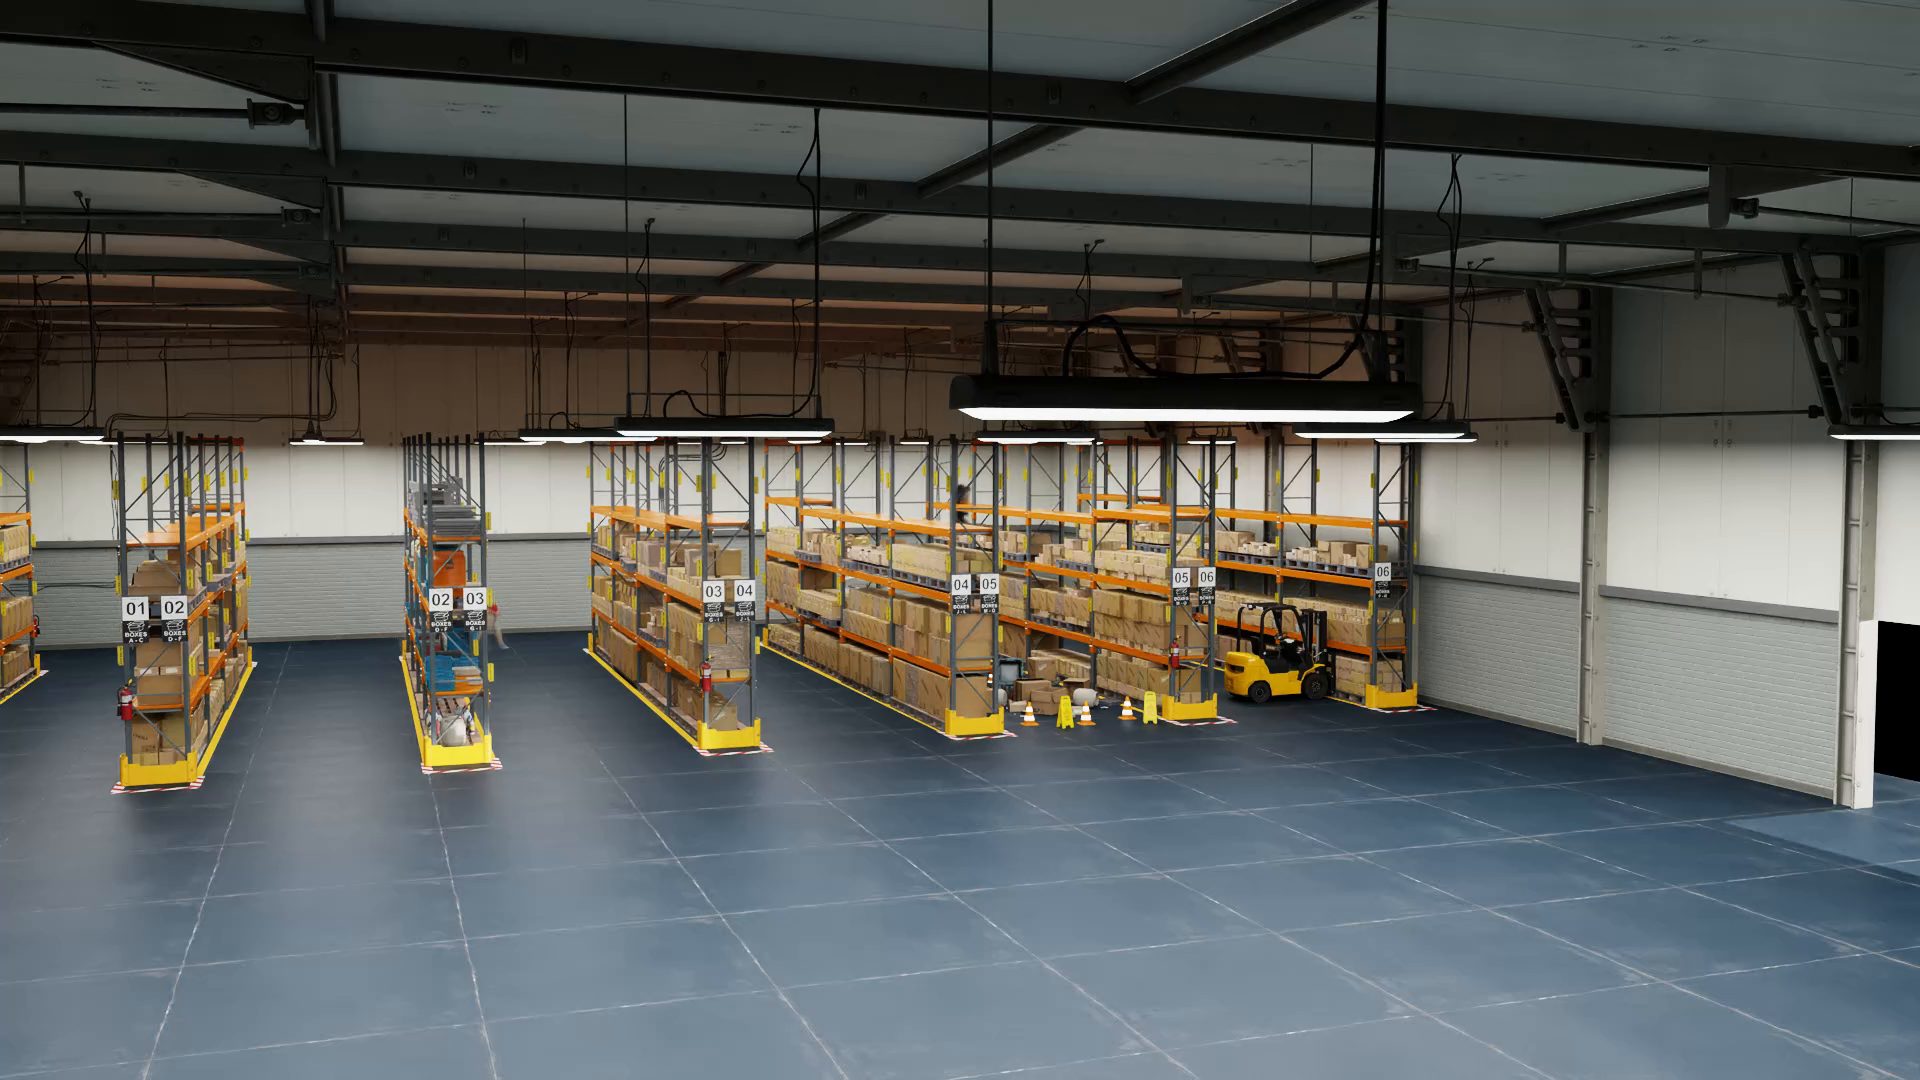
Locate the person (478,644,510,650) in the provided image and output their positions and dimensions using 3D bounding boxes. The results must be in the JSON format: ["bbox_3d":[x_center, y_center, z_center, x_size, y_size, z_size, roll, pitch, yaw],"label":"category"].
[{"bbox_3d":[-13.215,2.911,46.927,1.014,0.372,0.332,0,3,-7],"label":"person"}]

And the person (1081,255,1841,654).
[{"bbox_3d":[9.234,-0.812,36.387,1.077,8.961,22.421,-2,4,-30],"label":"person"}]

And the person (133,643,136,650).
[{"bbox_3d":[-19.529,2.734,39.885,0.577,1.559,0.787,-2,4,-35],"label":"person"}]
